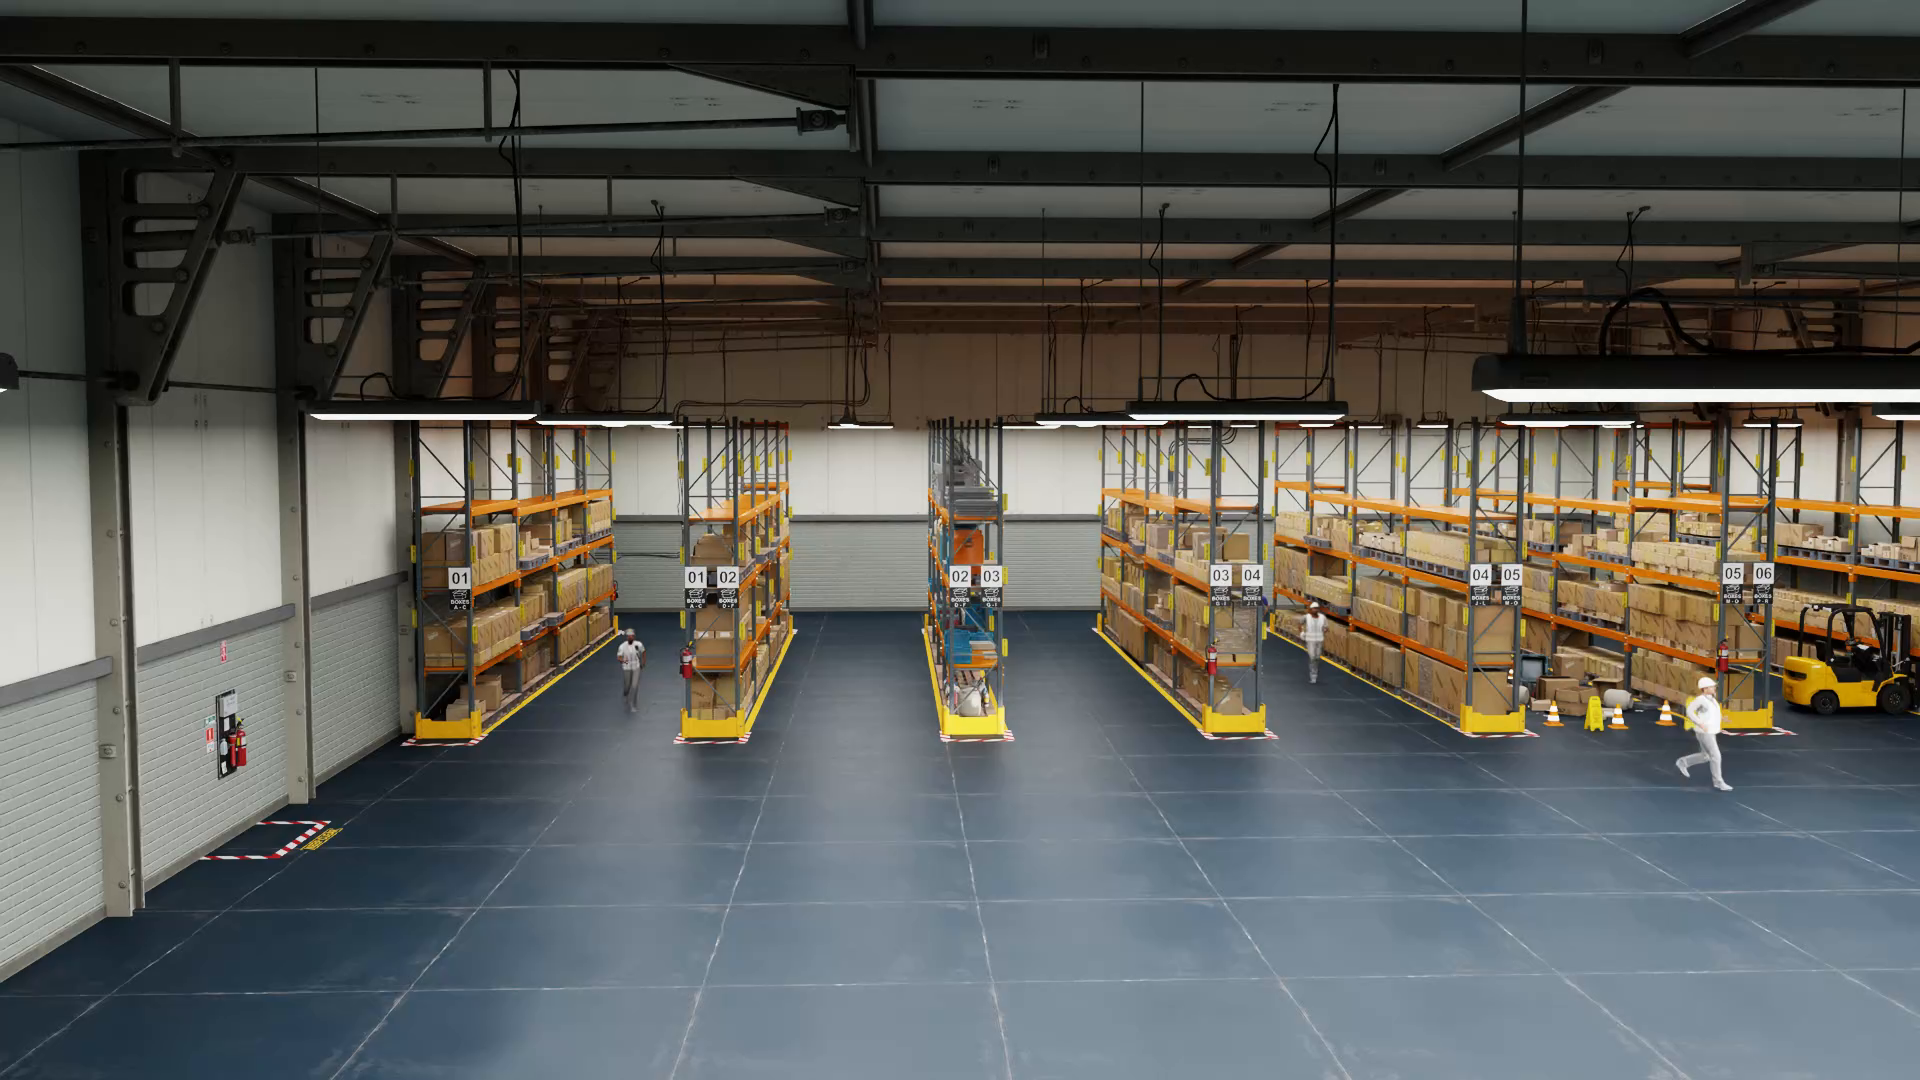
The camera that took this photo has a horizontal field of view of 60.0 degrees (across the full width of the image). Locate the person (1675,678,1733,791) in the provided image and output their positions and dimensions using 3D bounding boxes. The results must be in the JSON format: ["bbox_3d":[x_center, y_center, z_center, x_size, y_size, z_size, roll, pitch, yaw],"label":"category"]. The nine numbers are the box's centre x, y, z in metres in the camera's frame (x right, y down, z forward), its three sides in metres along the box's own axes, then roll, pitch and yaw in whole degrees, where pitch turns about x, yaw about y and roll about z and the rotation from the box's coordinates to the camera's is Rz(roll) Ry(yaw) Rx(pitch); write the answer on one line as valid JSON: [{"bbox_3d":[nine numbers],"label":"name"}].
[{"bbox_3d":[11.987,3.097,26.762,0.928,1.778,0.663,3,5,42],"label":"person"}]

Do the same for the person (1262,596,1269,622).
[{"bbox_3d":[7.908,2.046,44.138,0.576,1.635,0.591,0,4,6],"label":"person"}]

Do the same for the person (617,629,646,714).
[{"bbox_3d":[-6.736,2.658,34.129,0.589,1.706,0.918,-1,4,-11],"label":"person"}]

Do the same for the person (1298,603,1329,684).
[{"bbox_3d":[8.122,2.336,38.109,0.668,1.818,0.817,0,4,-3],"label":"person"}]
